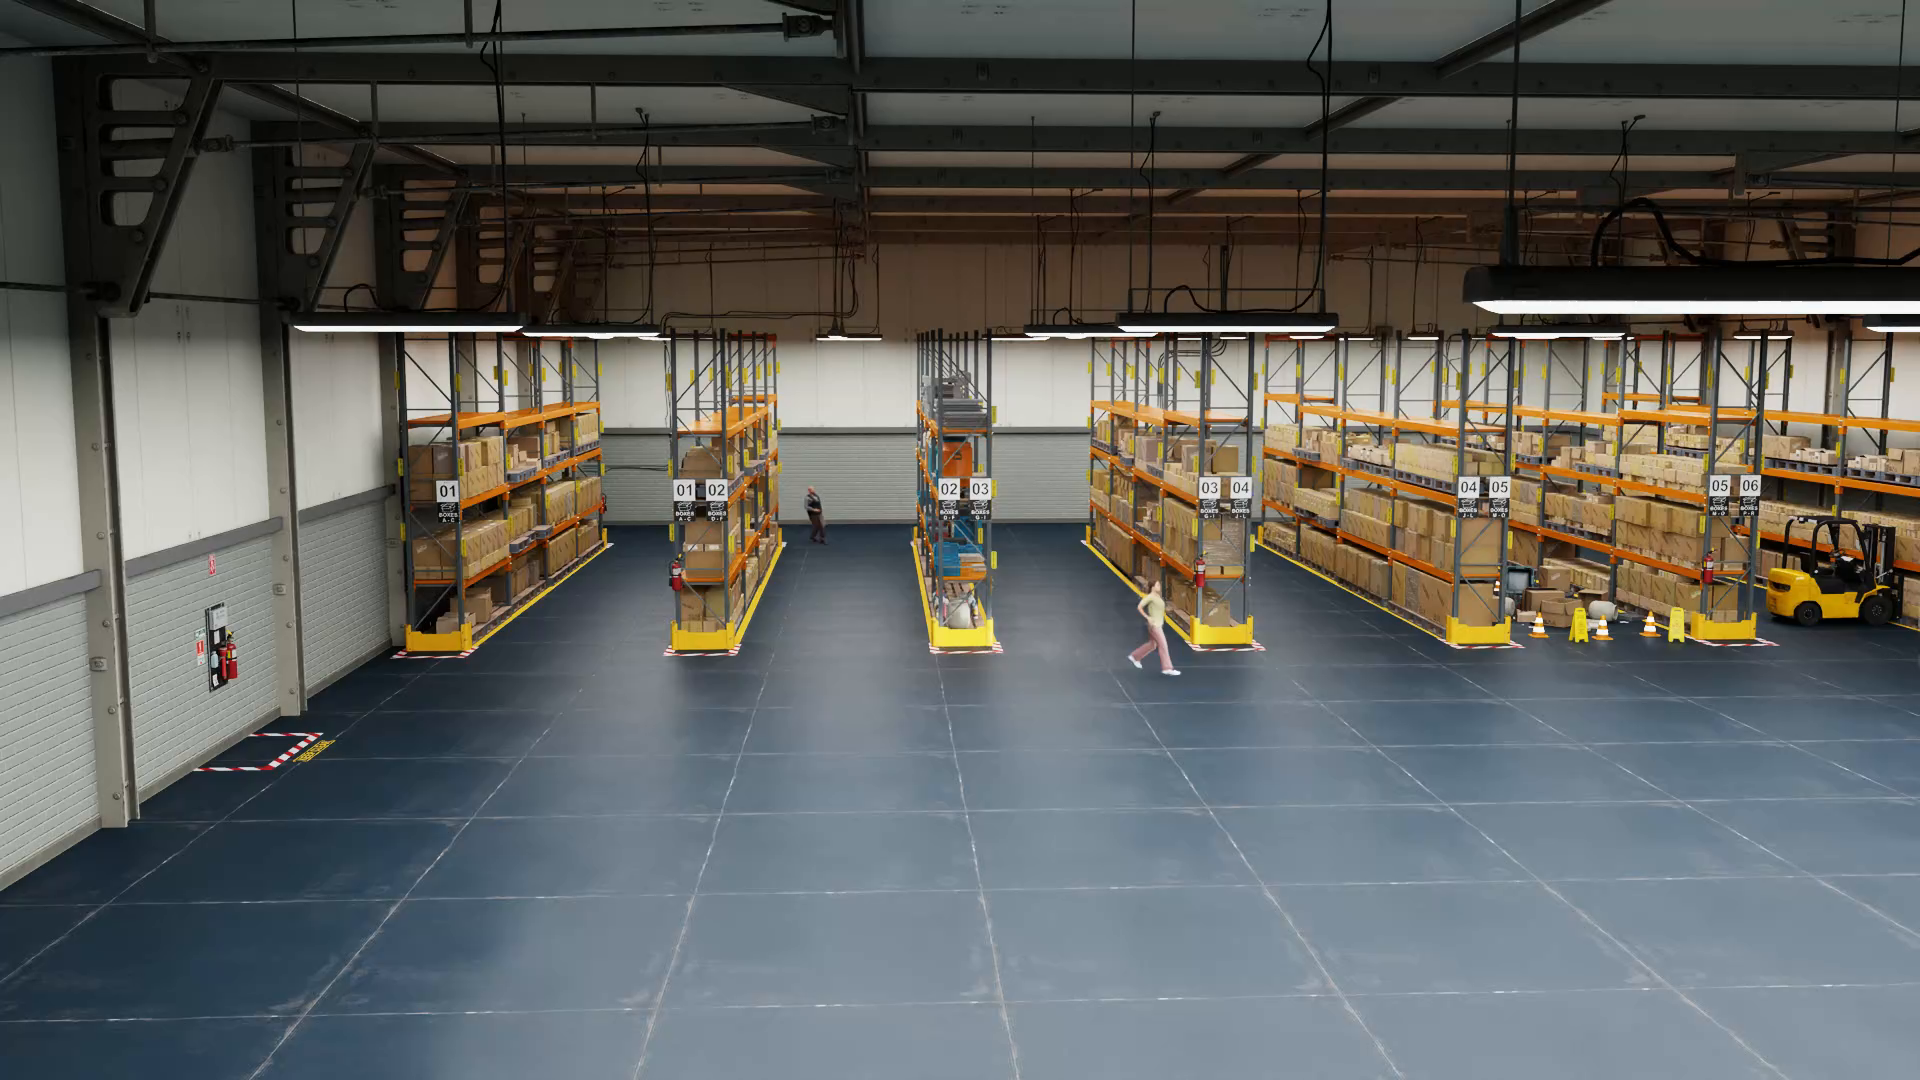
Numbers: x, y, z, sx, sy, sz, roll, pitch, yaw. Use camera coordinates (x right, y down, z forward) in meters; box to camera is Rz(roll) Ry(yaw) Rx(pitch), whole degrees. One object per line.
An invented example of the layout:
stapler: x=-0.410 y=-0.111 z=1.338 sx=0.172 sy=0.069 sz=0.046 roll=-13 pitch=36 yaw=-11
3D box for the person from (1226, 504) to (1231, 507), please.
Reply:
person: x=7.493 y=-0.528 z=46.122 sx=0.569 sy=1.730 sz=0.754 roll=0 pitch=7 yaw=-4

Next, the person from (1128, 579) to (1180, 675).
person: x=3.366 y=1.485 z=28.804 sx=0.968 sy=1.649 sz=0.577 roll=3 pitch=7 yaw=23

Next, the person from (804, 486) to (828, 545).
person: x=-4.176 y=-0.696 z=47.502 sx=0.722 sy=1.710 sz=0.666 roll=6 pitch=9 yaw=42
